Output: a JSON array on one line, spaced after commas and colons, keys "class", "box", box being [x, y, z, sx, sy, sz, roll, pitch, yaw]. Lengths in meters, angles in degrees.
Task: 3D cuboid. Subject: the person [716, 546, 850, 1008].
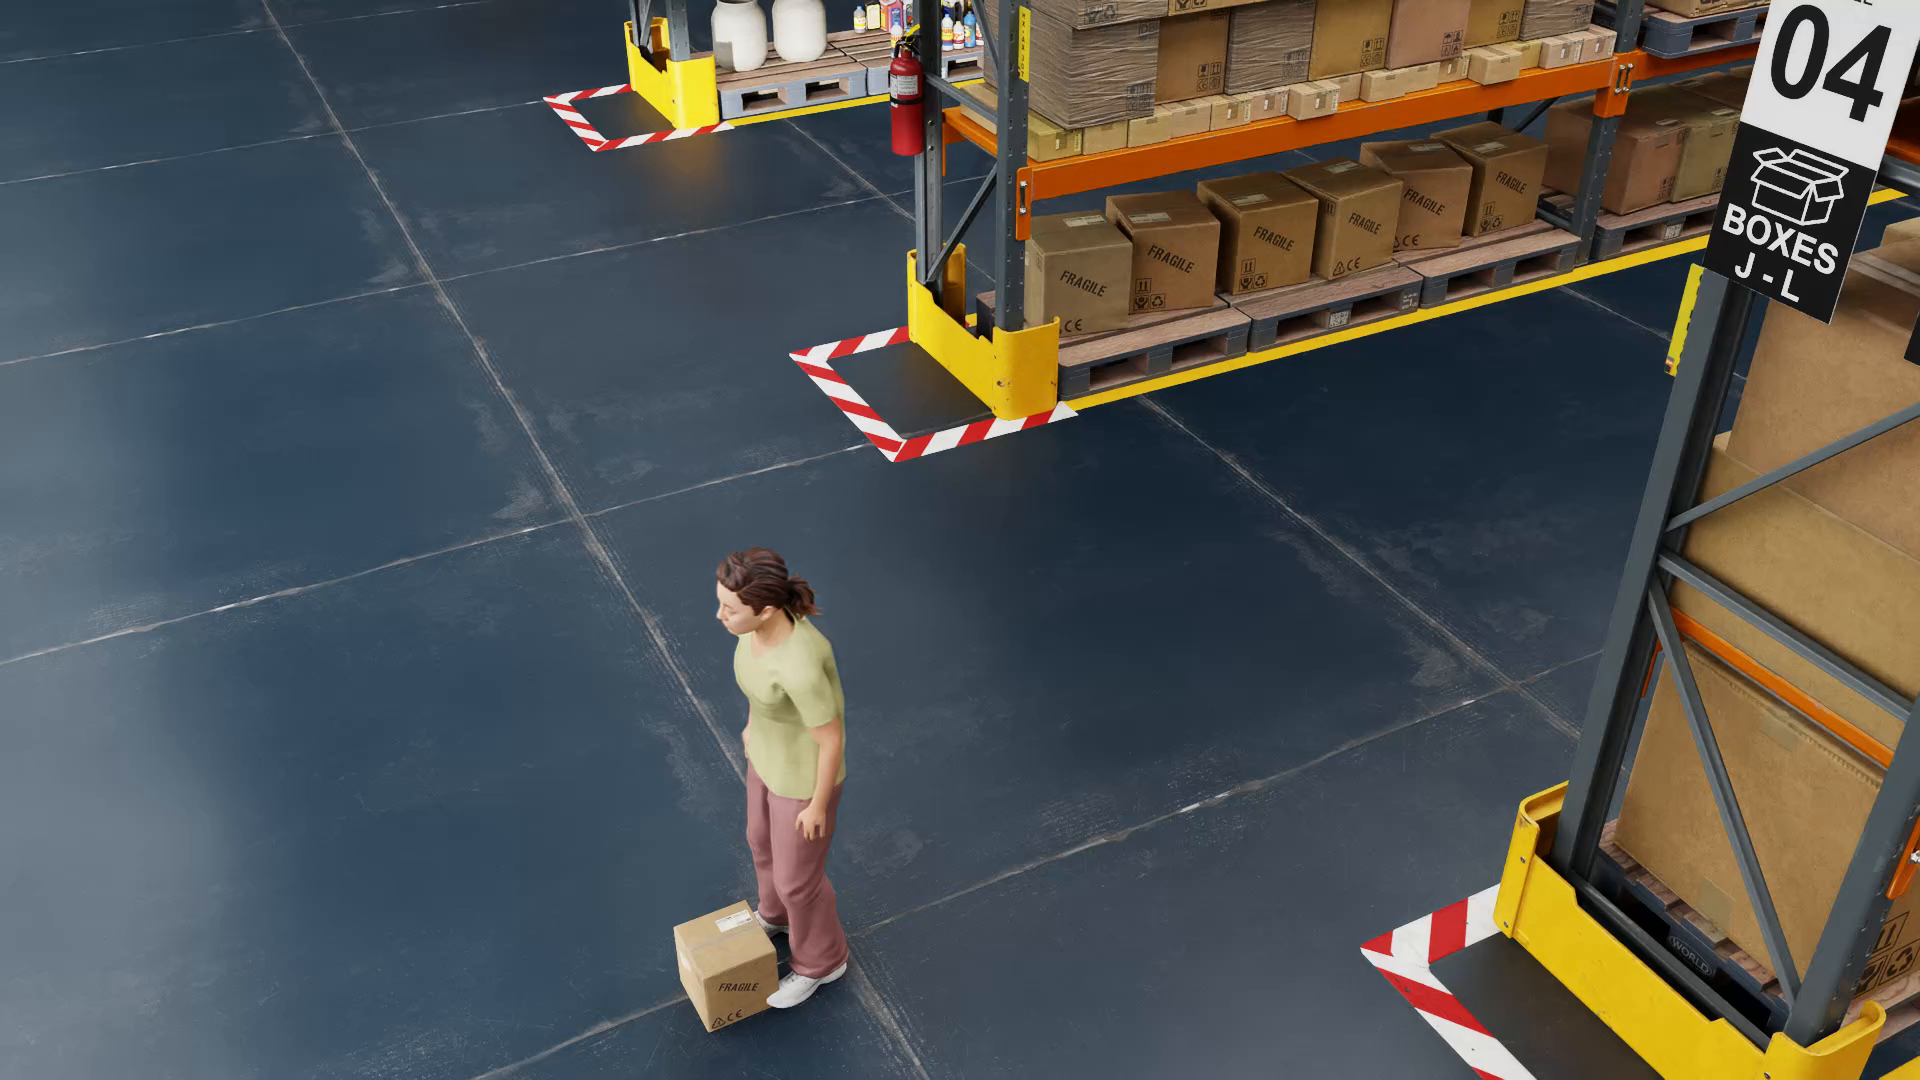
[{"class": "person", "box": [-0.531, 0.707, 5.059, 0.351, 1.672, 0.505, -17, 37, -24]}]
